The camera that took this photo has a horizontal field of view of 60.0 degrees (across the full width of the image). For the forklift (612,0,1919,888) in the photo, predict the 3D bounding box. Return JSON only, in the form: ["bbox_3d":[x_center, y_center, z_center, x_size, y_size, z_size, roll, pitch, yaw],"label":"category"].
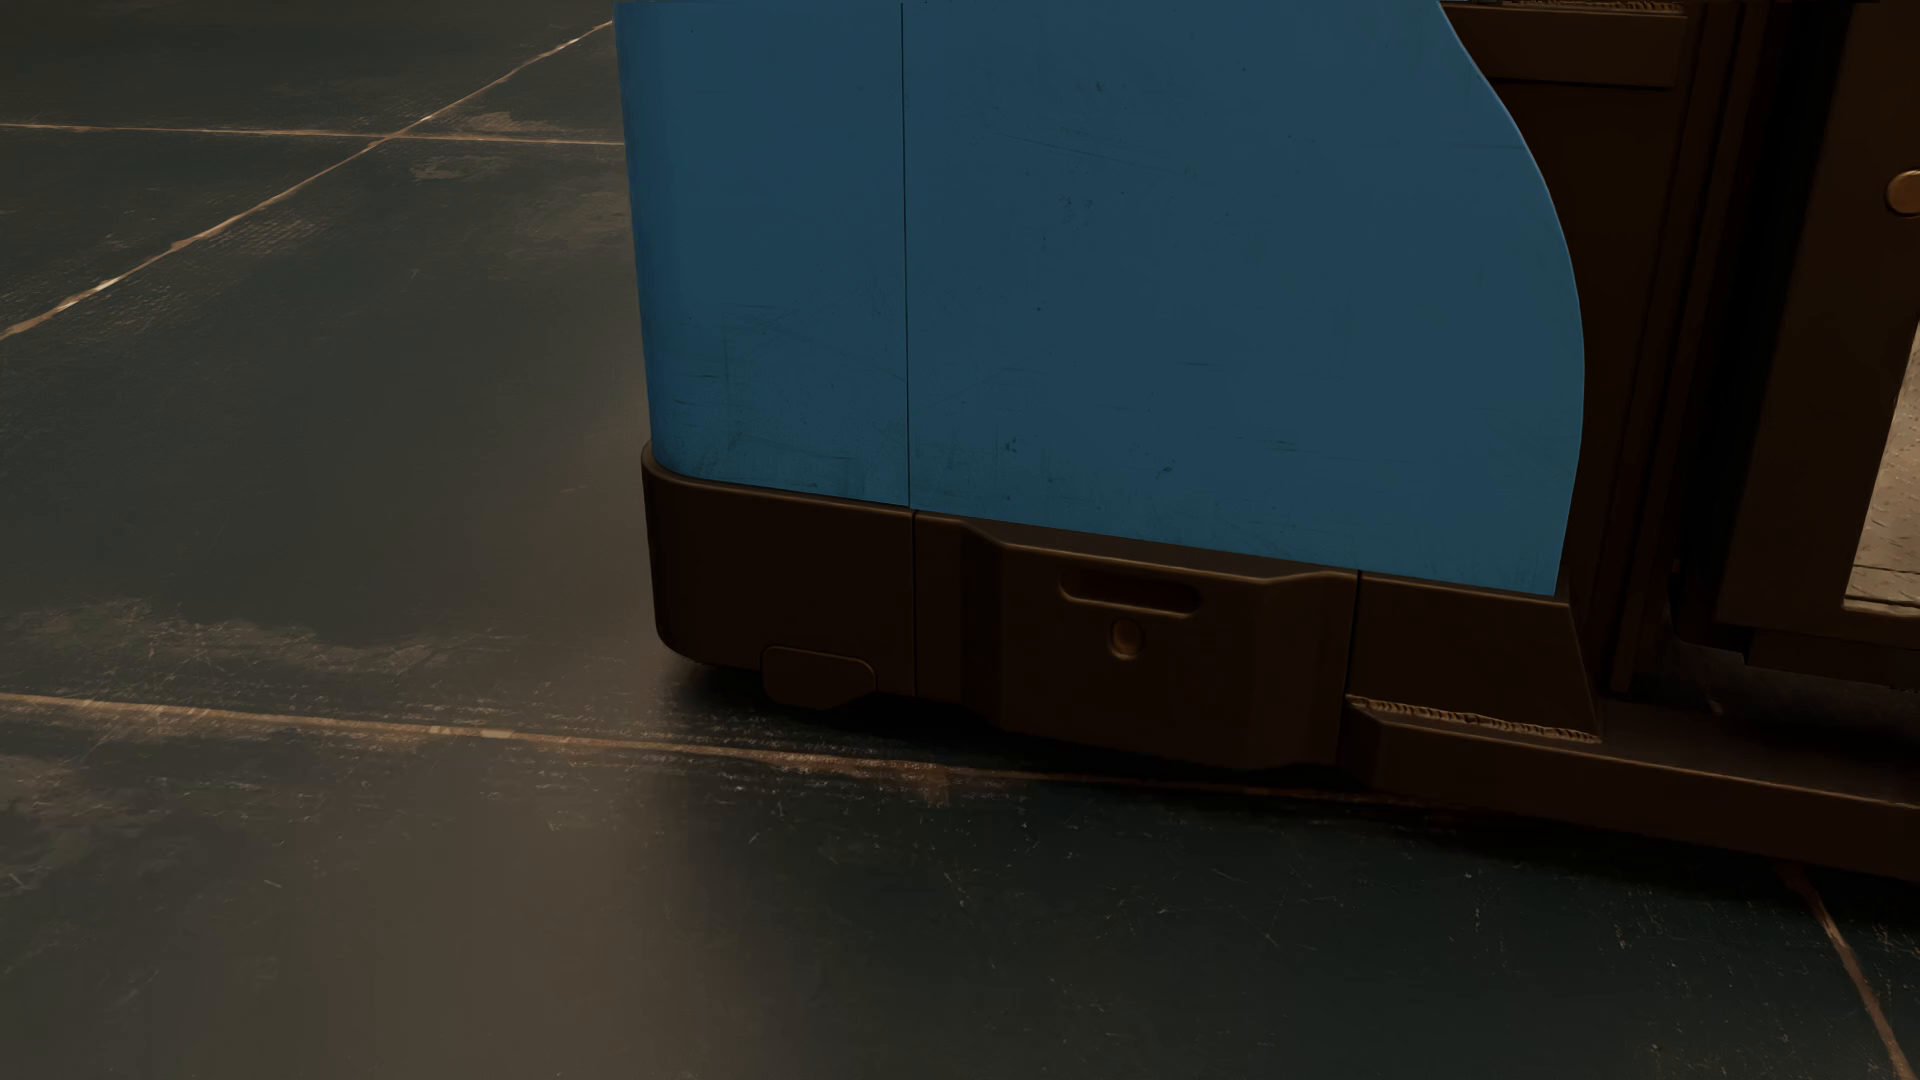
[{"bbox_3d":[1.188,-1.131,1.485,3.031,2.935,1.130,8,28,16],"label":"forklift"}]
